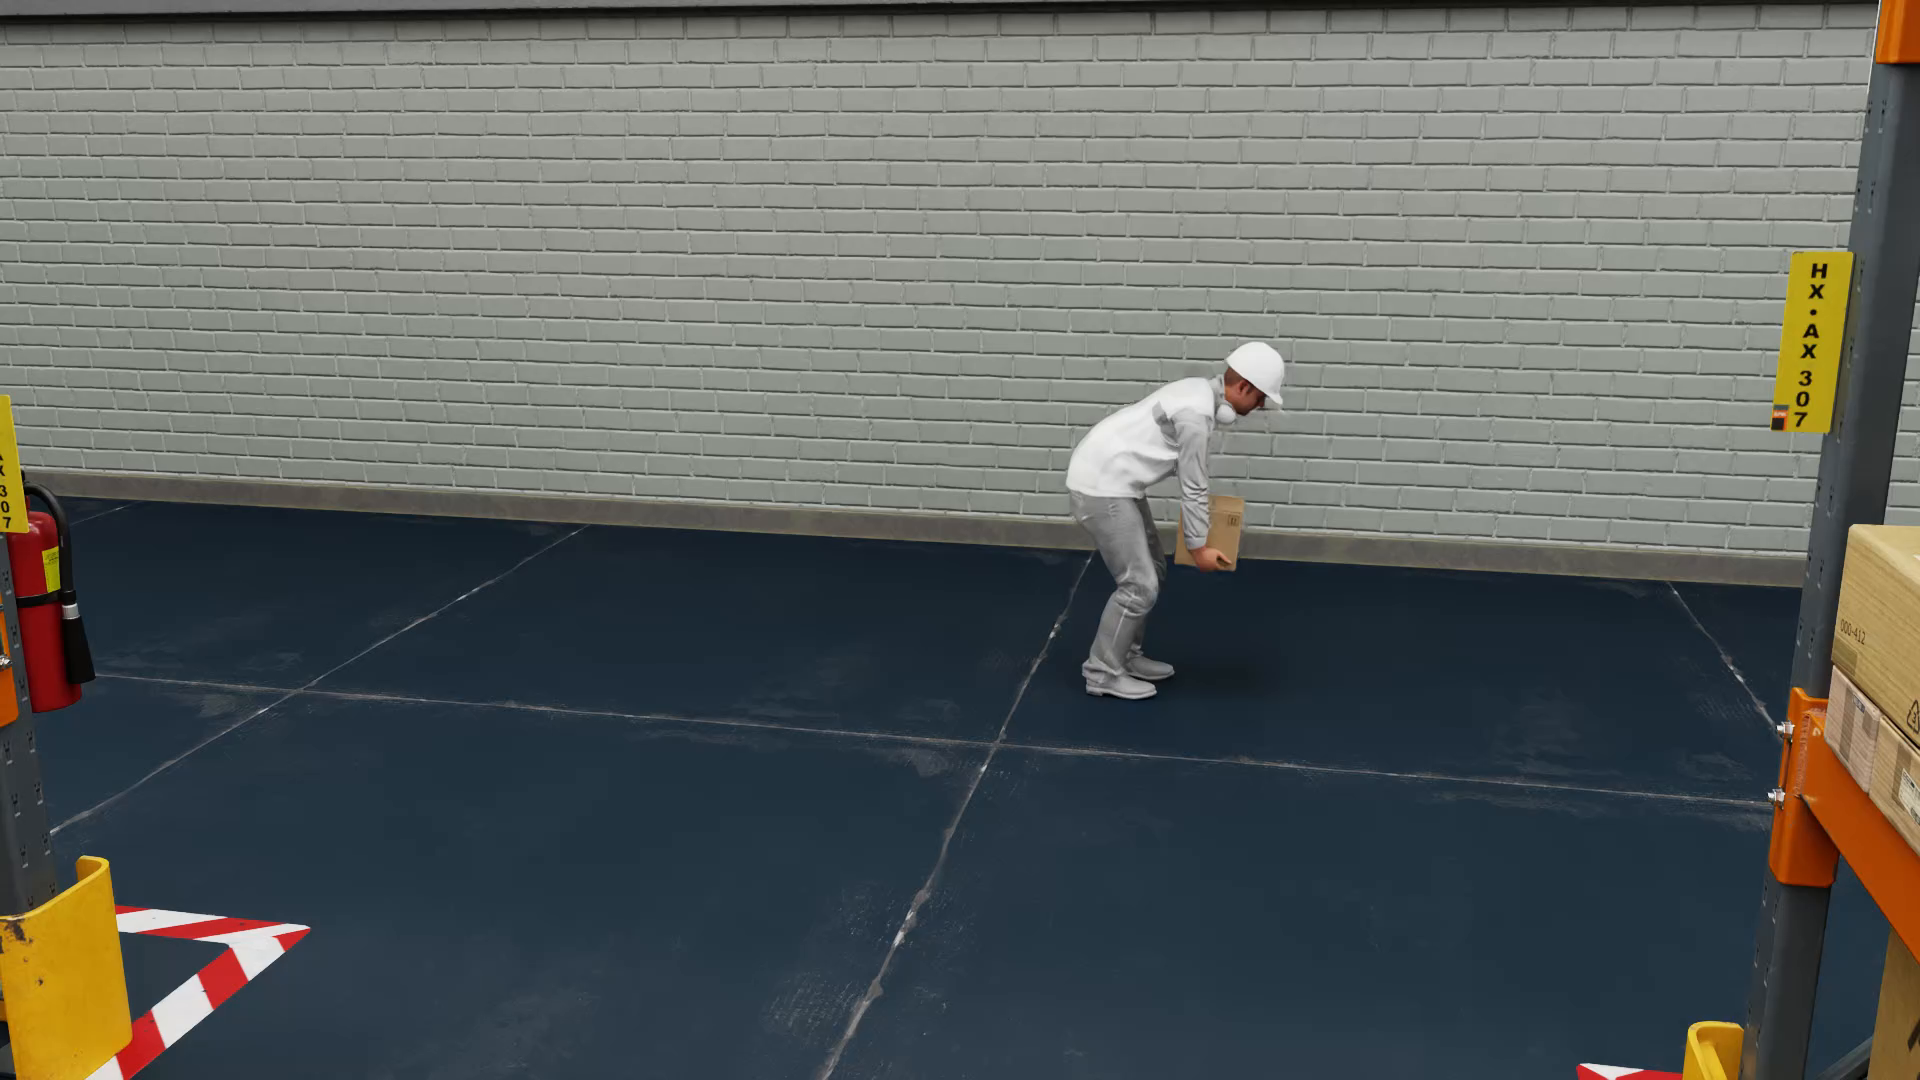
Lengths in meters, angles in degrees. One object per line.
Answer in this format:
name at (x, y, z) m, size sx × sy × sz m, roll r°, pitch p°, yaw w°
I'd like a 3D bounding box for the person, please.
person at (0.876, -0.090, 6.904) m, size 0.870 × 1.476 × 0.473 m, roll 3°, pitch 15°, yaw 10°
